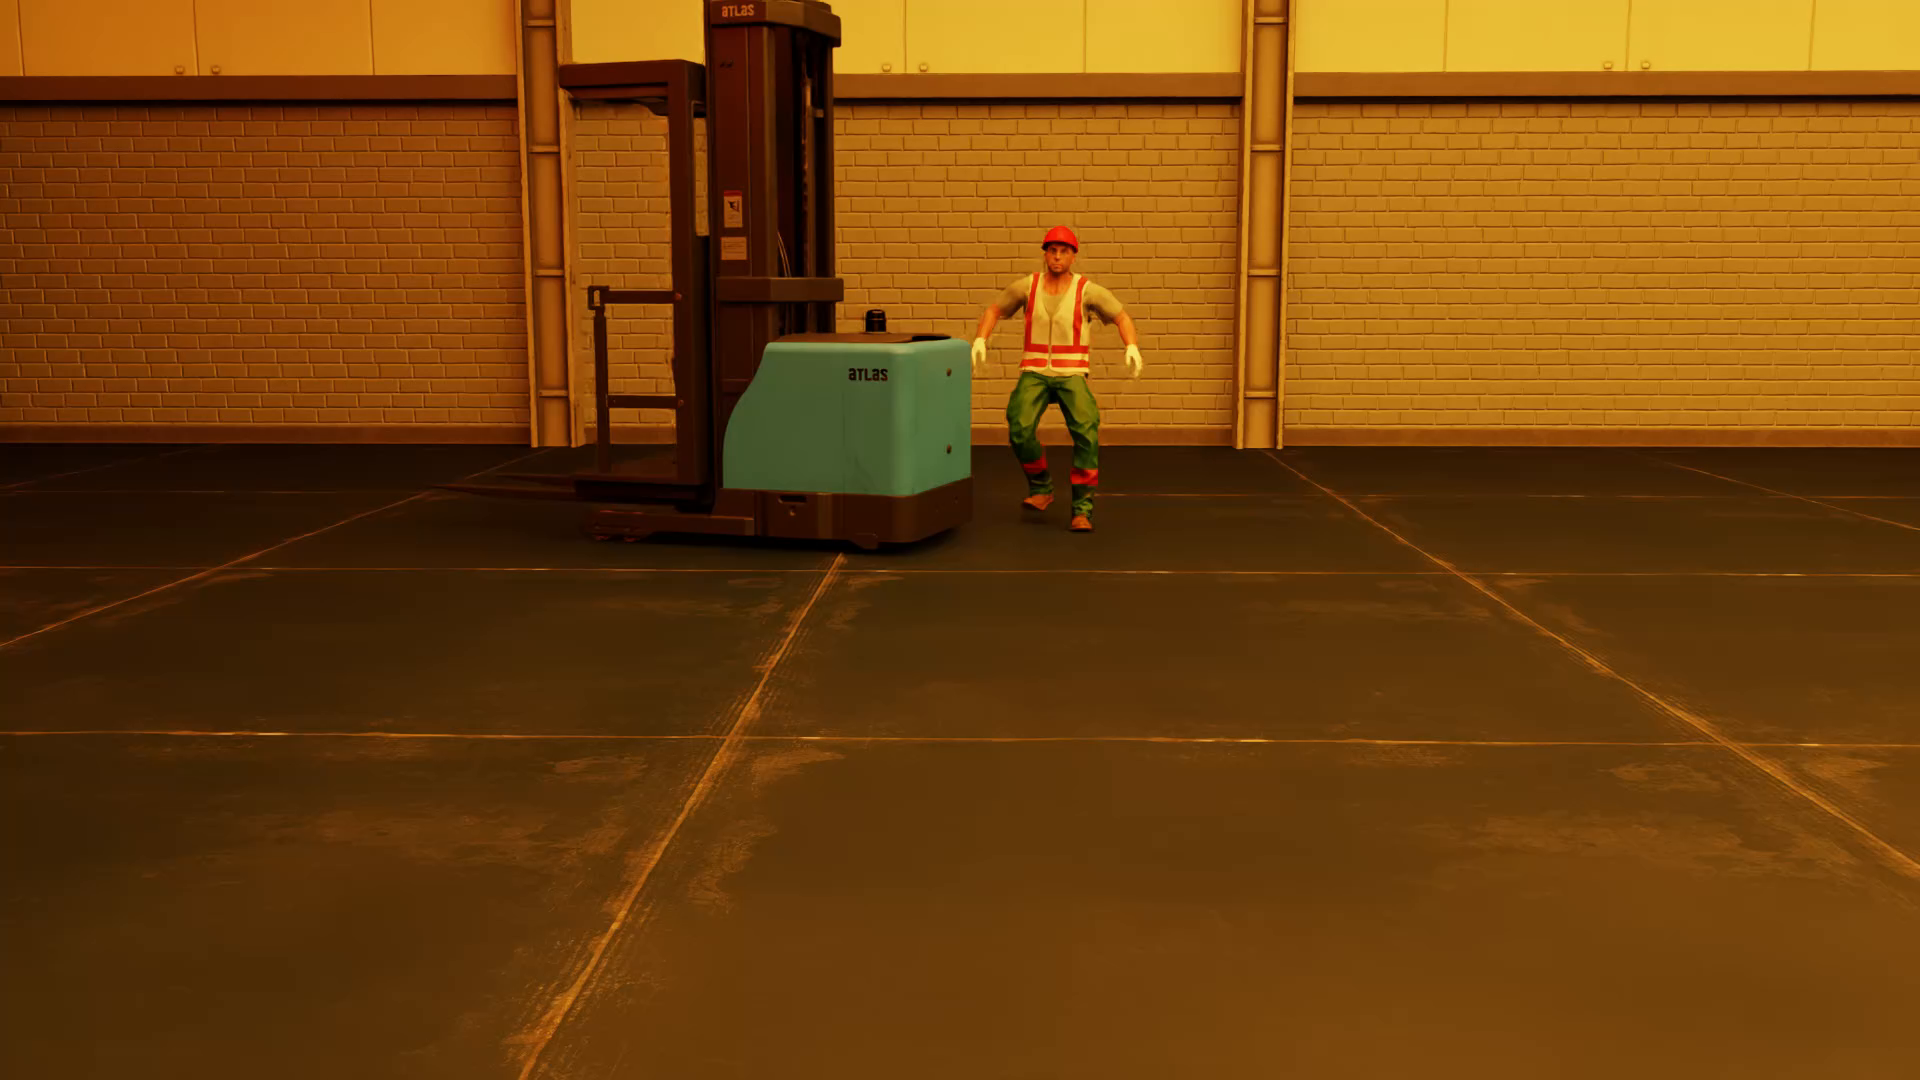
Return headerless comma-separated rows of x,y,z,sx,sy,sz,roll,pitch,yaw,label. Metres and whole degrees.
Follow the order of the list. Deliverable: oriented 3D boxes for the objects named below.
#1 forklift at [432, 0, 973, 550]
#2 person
-1.499,-1.508,9.170,3.031,2.935,1.130,3,9,19,forklift
0.530,-0.914,9.441,0.998,1.722,0.683,2,9,14,person
